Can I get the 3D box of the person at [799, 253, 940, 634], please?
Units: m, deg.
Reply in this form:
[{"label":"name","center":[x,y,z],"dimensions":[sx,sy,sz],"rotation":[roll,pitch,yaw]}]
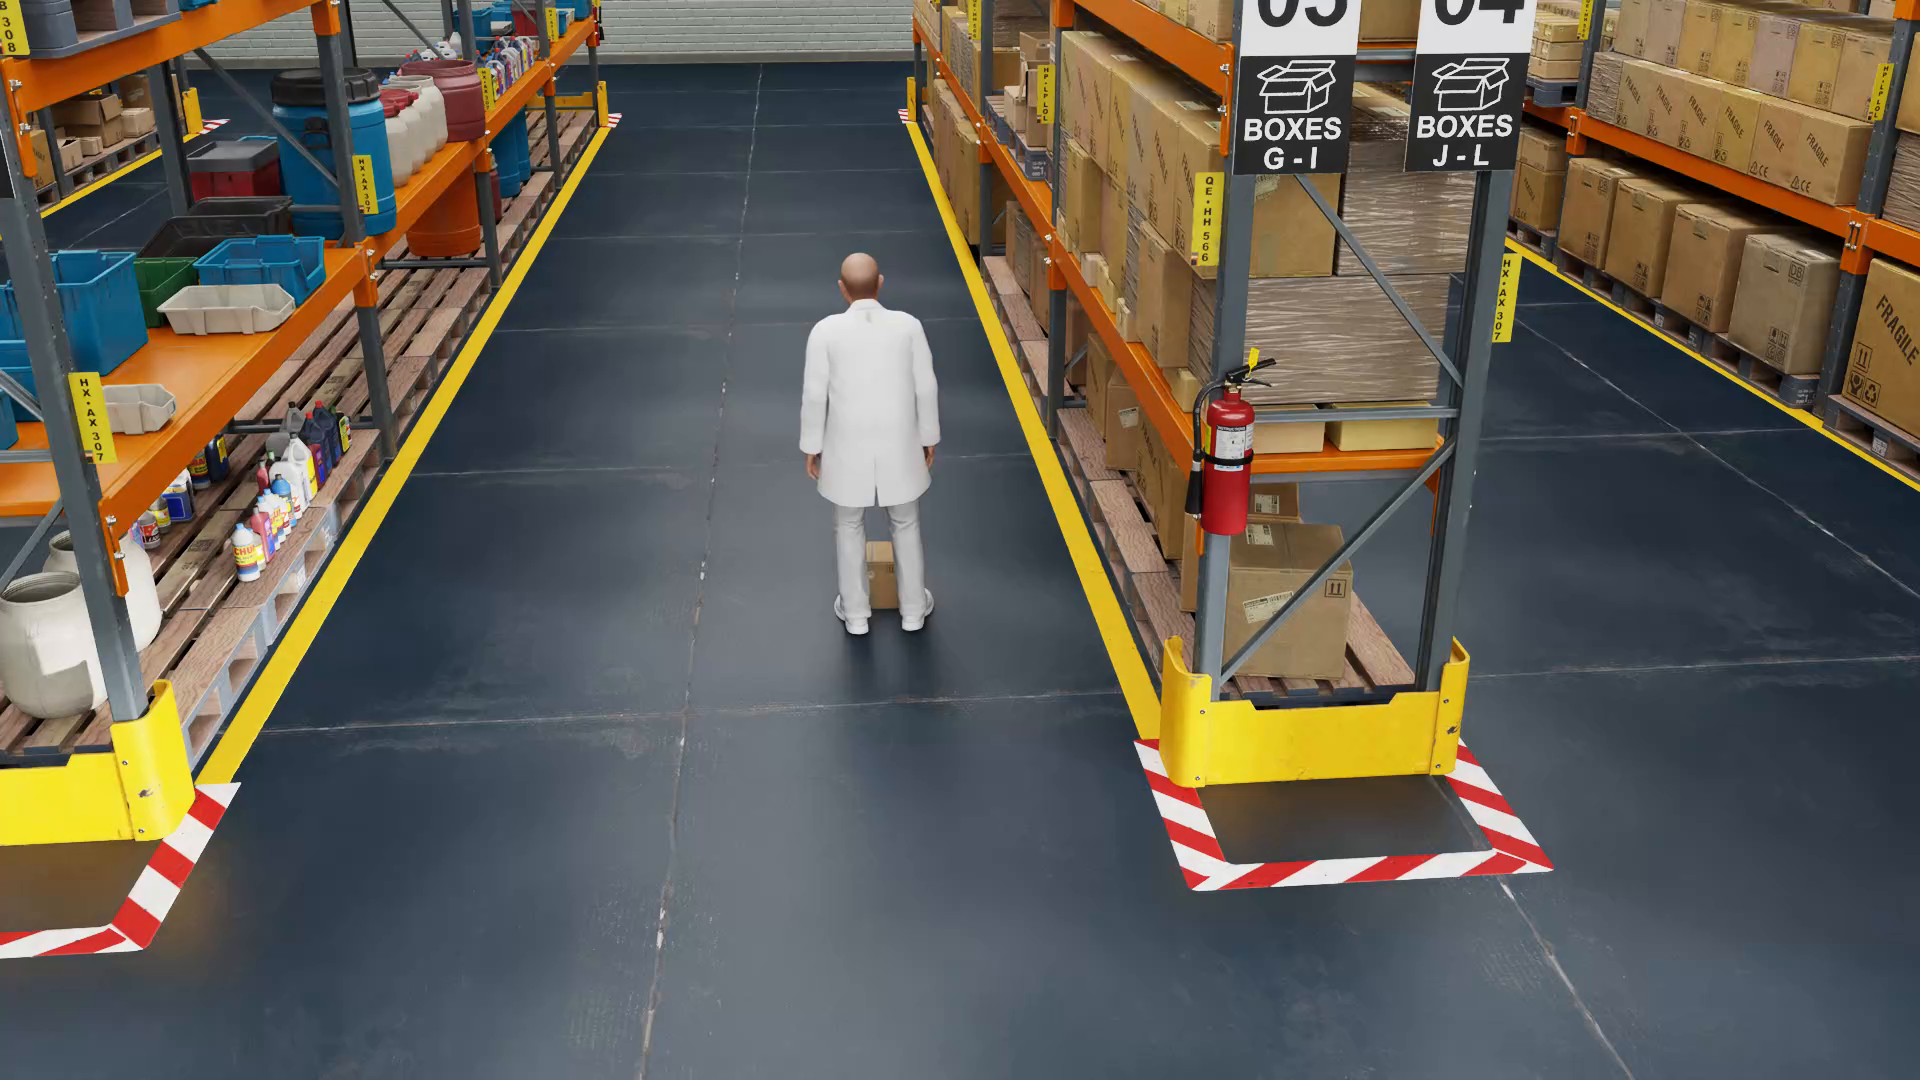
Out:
[{"label":"person","center":[-0.411,-0.428,7.608],"dimensions":[0.649,1.772,0.429],"rotation":[-4,24,-8]}]
